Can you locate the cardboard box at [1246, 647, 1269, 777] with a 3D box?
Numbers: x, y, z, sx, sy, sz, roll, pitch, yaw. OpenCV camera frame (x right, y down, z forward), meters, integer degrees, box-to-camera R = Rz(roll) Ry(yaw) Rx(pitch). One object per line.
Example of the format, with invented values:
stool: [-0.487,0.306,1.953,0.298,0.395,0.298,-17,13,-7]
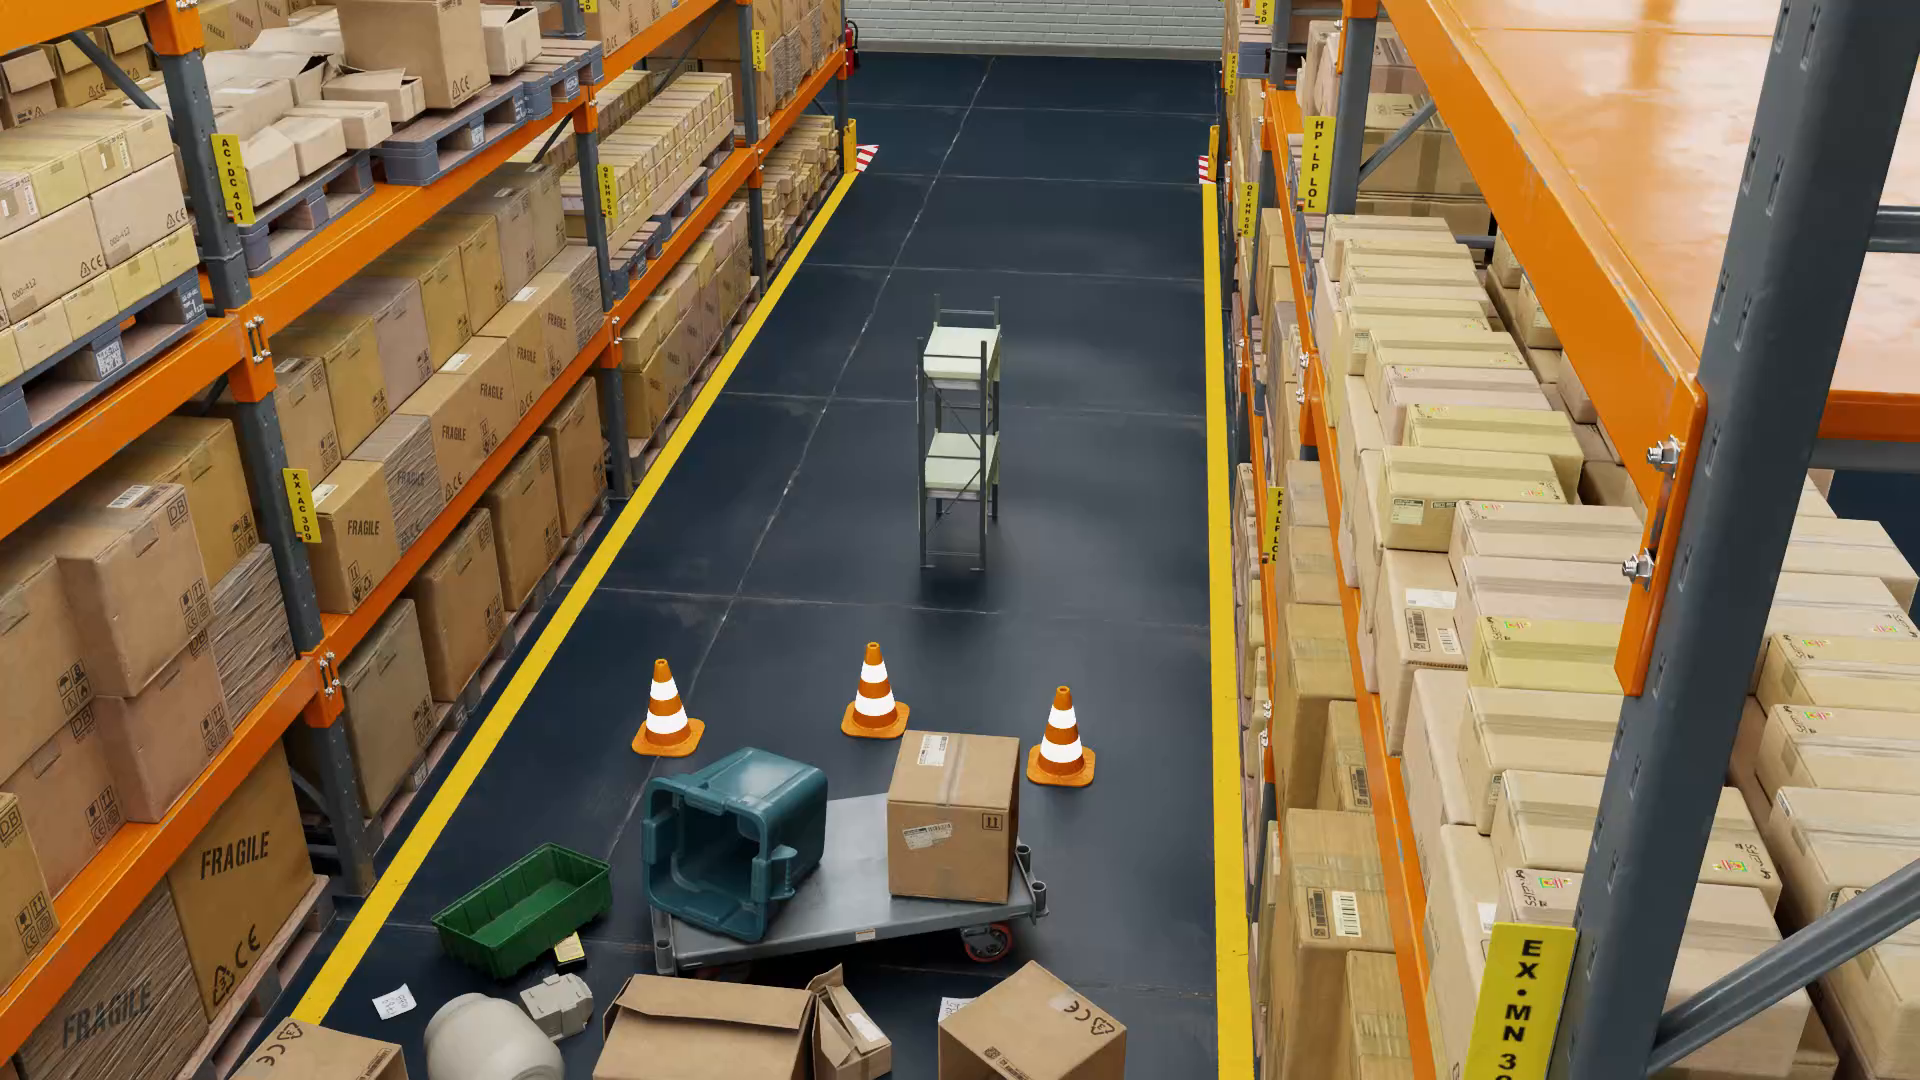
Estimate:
cardboard box: [1.896,0.876,8.082,0.950,0.372,0.625,5,29,9]

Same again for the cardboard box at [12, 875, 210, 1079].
cardboard box: [-3.429,1.716,5.991,0.875,0.875,0.875,4,29,7]

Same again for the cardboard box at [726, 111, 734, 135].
cardboard box: [-2.047,-3.392,13.498,0.380,0.149,0.250,3,28,5]

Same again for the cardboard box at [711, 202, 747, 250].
cardboard box: [-2.036,-2.566,13.544,0.500,0.250,0.500,3,28,5]

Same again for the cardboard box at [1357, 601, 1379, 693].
cardboard box: [1.170,0.253,4.013,0.380,0.149,0.250,3,28,6]

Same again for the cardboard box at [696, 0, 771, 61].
cardboard box: [-1.898,-4.330,13.943,0.500,0.500,0.500,4,29,7]

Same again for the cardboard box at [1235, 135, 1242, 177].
cardboard box: [2.272,-2.757,12.127,0.500,0.250,0.500,4,29,7]

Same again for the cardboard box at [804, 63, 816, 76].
cardboard box: [-1.618,-4.641,16.259,0.380,0.149,0.250,2,28,4]

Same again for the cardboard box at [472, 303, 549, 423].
cardboard box: [-2.598,-0.980,9.093,0.500,0.500,0.500,3,28,5]

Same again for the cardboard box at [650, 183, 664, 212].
cardboard box: [-2.303,-2.413,11.680,0.380,0.149,0.250,4,29,8]

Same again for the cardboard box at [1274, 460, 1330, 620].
cardboard box: [1.481,0.069,5.779,0.700,0.500,0.500,3,28,6]

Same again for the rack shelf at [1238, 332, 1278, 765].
rack shelf: [1.995,-0.135,8.389,1.077,0.370,4.000,3,28,6]

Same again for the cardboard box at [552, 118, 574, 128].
cardboard box: [-2.887,-2.958,12.065,0.380,0.149,0.250,4,29,8]

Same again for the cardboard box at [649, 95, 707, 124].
cardboard box: [-2.148,-3.281,12.664,0.380,0.149,0.250,3,28,6]

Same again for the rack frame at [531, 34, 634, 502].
rack frame: [-2.685,-1.634,10.412,1.000,3.000,0.127,3,28,6]

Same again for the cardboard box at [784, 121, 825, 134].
cardboard box: [-1.606,-4.212,17.134,0.380,0.149,0.250,4,29,7]

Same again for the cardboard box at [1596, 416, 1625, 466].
cardboard box: [1.835,-0.295,4.189,0.380,0.149,0.250,4,29,7]

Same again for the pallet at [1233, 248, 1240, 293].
pallet: [2.901,-2.402,14.778,1.003,0.211,1.213,3,28,6]

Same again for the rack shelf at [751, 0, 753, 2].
rack shelf: [-1.950,-5.462,15.113,1.077,0.370,4.000,3,28,6]

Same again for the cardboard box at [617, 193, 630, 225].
cardboard box: [-2.396,-2.182,10.939,0.380,0.149,0.250,5,29,9]

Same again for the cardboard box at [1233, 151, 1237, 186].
cardboard box: [2.352,-2.775,12.688,0.500,0.250,0.500,3,28,5]

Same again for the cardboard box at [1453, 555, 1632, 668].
cardboard box: [1.210,0.163,3.338,0.380,0.149,0.250,3,28,6]

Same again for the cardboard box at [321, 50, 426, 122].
cardboard box: [-2.736,-2.109,7.726,0.396,0.266,0.258,3,28,6]

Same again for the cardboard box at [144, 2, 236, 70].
cardboard box: [-6.793,-4.458,14.708,0.500,0.500,0.500,3,28,6]

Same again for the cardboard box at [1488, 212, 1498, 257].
cardboard box: [2.219,-1.202,6.163,0.500,0.250,0.500,3,28,5]

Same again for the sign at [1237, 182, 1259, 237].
sign: [1.689,-1.934,9.748,0.100,0.325,0.005,3,28,6]

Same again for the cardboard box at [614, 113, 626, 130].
cardboard box: [-2.792,-3.197,12.822,0.380,0.149,0.250,2,28,4]

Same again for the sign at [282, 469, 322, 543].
sign: [-2.624,-0.135,6.634,0.100,0.325,0.005,3,28,6]

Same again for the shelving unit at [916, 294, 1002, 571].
shelving unit: [-0.001,-0.657,10.181,0.431,1.500,0.755,3,28,6]

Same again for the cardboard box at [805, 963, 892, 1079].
cardboard box: [-0.480,1.952,6.639,0.258,0.266,0.396,-17,33,-29]

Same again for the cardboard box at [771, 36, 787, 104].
cardboard box: [-1.831,-4.143,14.651,0.500,0.500,0.500,3,28,6]

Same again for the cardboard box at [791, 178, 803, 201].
cardboard box: [-1.710,-3.340,15.829,0.380,0.149,0.250,3,28,6]

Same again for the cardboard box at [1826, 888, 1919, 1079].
cardboard box: [1.506,0.656,2.424,0.380,0.149,0.250,3,28,6]

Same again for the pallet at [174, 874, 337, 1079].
pallet: [-3.346,1.830,6.922,1.003,0.211,1.213,3,28,6]

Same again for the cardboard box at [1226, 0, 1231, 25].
cardboard box: [2.822,-5.190,15.854,0.500,0.500,0.500,3,28,5]

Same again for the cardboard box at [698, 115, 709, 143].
cardboard box: [-2.141,-3.153,12.741,0.380,0.149,0.250,2,28,5]

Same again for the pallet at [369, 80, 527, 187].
pallet: [-2.846,-2.038,8.199,1.003,0.211,1.213,5,29,9]

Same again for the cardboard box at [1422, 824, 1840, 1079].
cardboard box: [1.055,0.730,2.706,0.500,0.250,0.500,3,28,6]

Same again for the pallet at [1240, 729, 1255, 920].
pallet: [1.844,1.350,7.813,1.003,0.211,1.213,3,28,6]

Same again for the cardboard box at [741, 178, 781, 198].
cardboard box: [-1.863,-3.230,15.312,0.380,0.149,0.250,3,28,5]

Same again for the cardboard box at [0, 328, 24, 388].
cardboard box: [-3.027,-0.521,4.902,0.380,0.149,0.250,4,29,7]

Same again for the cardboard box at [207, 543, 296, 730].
cardboard box: [-3.209,0.358,6.558,0.875,0.550,0.550,3,28,6]

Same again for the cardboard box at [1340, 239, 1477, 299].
cardboard box: [1.384,-0.818,5.160,0.380,0.149,0.250,4,29,8]

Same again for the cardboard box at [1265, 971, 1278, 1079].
cardboard box: [1.356,1.700,5.890,0.500,0.500,0.500,4,29,8]

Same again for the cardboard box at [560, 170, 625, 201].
cardboard box: [-2.406,-2.303,10.849,0.380,0.149,0.250,3,28,5]

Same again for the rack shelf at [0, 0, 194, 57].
rack shelf: [-3.420,-0.958,4.012,1.077,0.370,4.000,3,28,6]

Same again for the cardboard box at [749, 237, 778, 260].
cardboard box: [-1.832,-2.599,14.767,0.380,0.149,0.250,2,28,4]

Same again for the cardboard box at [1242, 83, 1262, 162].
cardboard box: [2.235,-2.849,11.509,0.500,0.500,0.500,3,28,5]

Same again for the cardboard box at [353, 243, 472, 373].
cardboard box: [-2.934,-1.187,8.423,0.700,0.500,0.500,3,28,6]

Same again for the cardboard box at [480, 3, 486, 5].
cardboard box: [-2.885,-2.925,9.362,0.380,0.149,0.250,2,28,4]

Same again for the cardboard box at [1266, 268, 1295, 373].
cardboard box: [1.840,-1.059,8.483,0.500,0.500,0.500,4,29,7]

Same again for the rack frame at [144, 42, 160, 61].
rack frame: [-7.105,-3.852,14.530,1.000,3.000,0.127,3,28,6]

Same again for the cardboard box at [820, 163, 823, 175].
cardboard box: [-1.611,-3.823,17.039,0.380,0.149,0.250,3,28,6]
